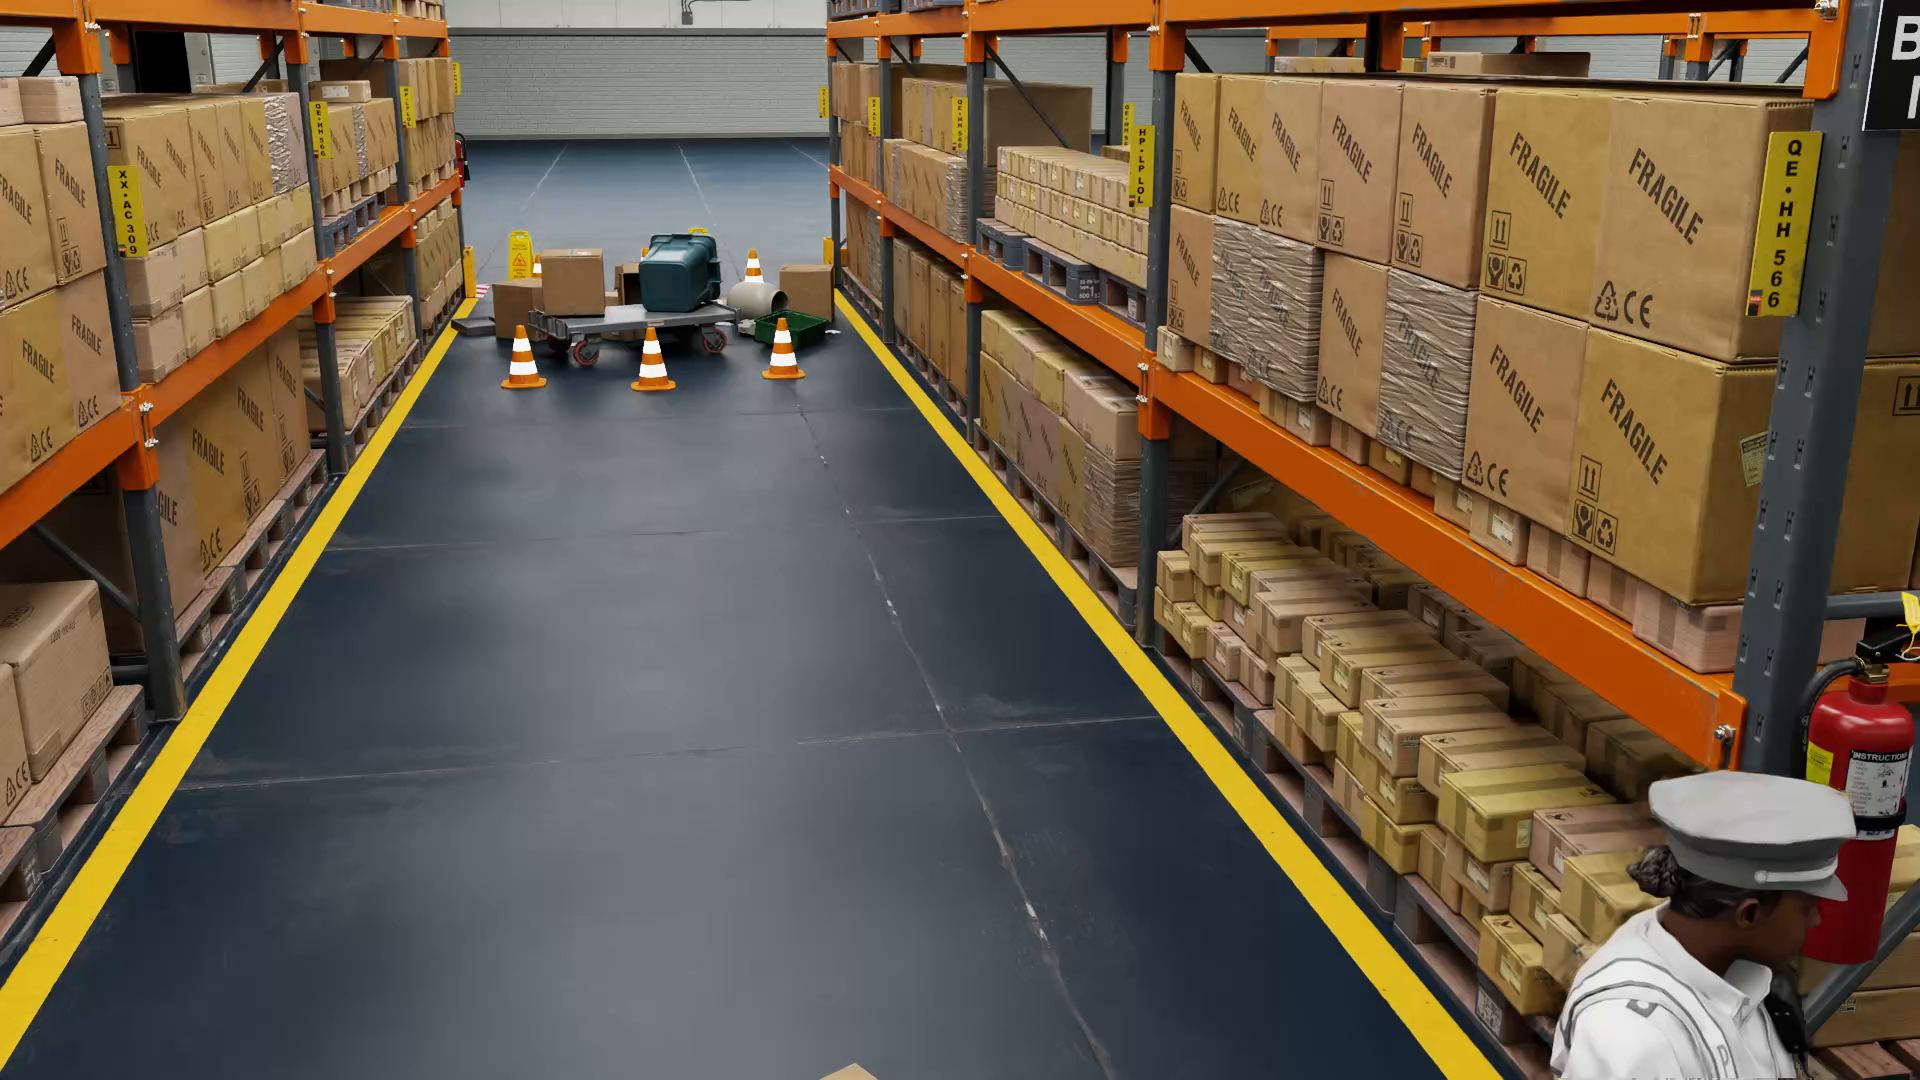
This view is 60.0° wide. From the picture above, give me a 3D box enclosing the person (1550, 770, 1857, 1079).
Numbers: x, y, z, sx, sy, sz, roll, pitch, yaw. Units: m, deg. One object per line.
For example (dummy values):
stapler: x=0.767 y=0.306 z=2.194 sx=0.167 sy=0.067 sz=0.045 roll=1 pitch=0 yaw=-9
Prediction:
person: x=0.964 y=1.091 z=2.409 sx=1.077 sy=1.595 sz=0.543 roll=11 pitch=20 yaw=34
